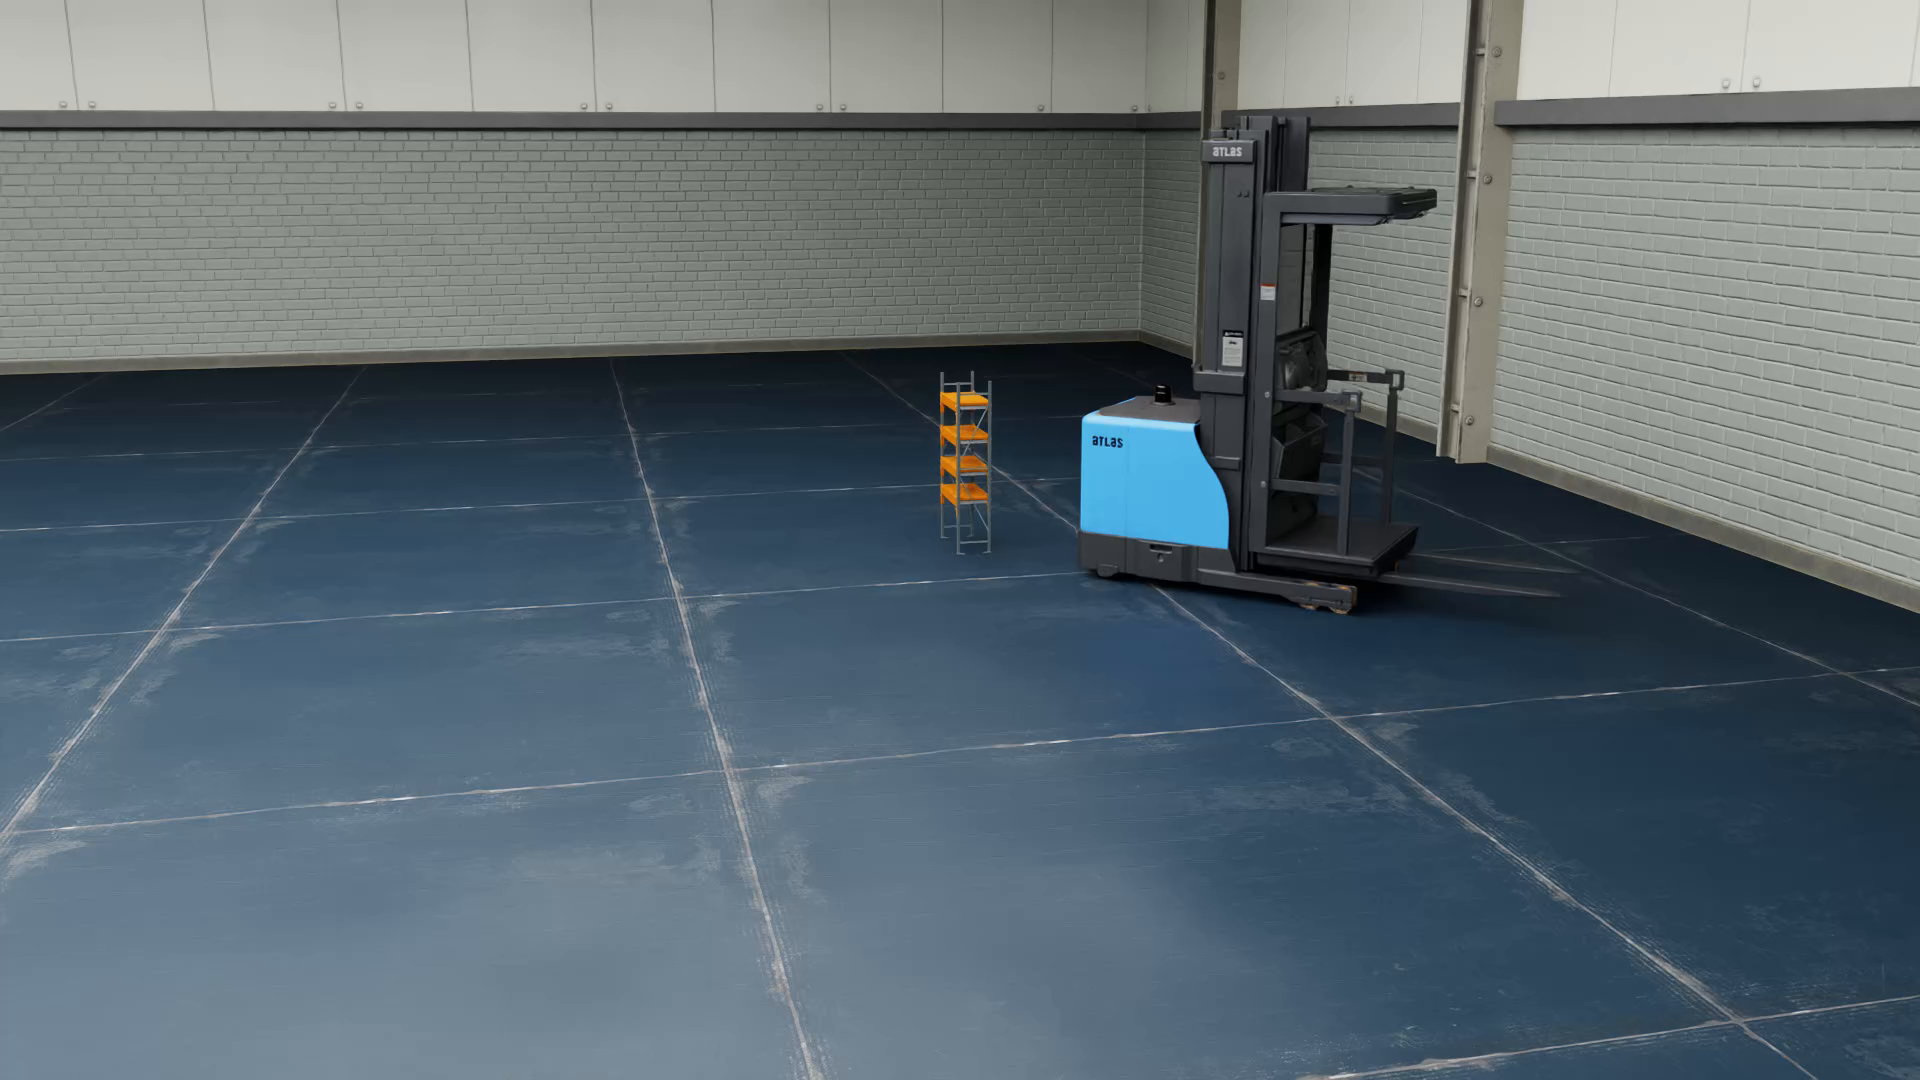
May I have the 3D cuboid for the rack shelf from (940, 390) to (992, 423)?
[{"bbox_3d":[0.039,-0.926,11.535,0.258,0.148,0.480,-3,14,-13],"label":"rack shelf"}]

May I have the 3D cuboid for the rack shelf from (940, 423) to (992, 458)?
[{"bbox_3d":[0.039,-0.697,11.591,0.258,0.148,0.480,-3,14,-13],"label":"rack shelf"}]

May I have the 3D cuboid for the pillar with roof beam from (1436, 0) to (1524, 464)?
[{"bbox_3d":[0.320,-4.861,12.861,9.100,9.000,0.400,-3,14,-13],"label":"pillar with roof beam"}]

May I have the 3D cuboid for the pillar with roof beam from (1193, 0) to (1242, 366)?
[{"bbox_3d":[-1.089,-6.245,18.527,9.100,9.000,0.400,-3,14,-13],"label":"pillar with roof beam"}]

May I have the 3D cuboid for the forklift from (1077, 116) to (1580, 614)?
[{"bbox_3d":[2.315,-1.119,10.332,3.031,2.935,1.130,7,16,28],"label":"forklift"}]

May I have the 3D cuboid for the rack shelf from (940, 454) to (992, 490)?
[{"bbox_3d":[0.039,-0.479,11.644,0.258,0.148,0.480,-3,14,-13],"label":"rack shelf"}]

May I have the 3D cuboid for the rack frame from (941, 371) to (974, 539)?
[{"bbox_3d":[-0.018,-0.601,11.859,0.240,1.200,0.015,-3,14,-13],"label":"rack frame"}]

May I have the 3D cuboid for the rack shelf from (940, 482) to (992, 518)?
[{"bbox_3d":[0.039,-0.286,11.691,0.258,0.148,0.480,-3,14,-13],"label":"rack shelf"}]

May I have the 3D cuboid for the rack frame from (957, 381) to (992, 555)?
[{"bbox_3d":[0.096,-0.488,11.398,0.240,1.200,0.015,-3,14,-13],"label":"rack frame"}]

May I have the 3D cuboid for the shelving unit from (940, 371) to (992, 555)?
[{"bbox_3d":[0.039,-0.545,11.628,0.258,1.200,0.503,-3,14,-13],"label":"shelving unit"}]
